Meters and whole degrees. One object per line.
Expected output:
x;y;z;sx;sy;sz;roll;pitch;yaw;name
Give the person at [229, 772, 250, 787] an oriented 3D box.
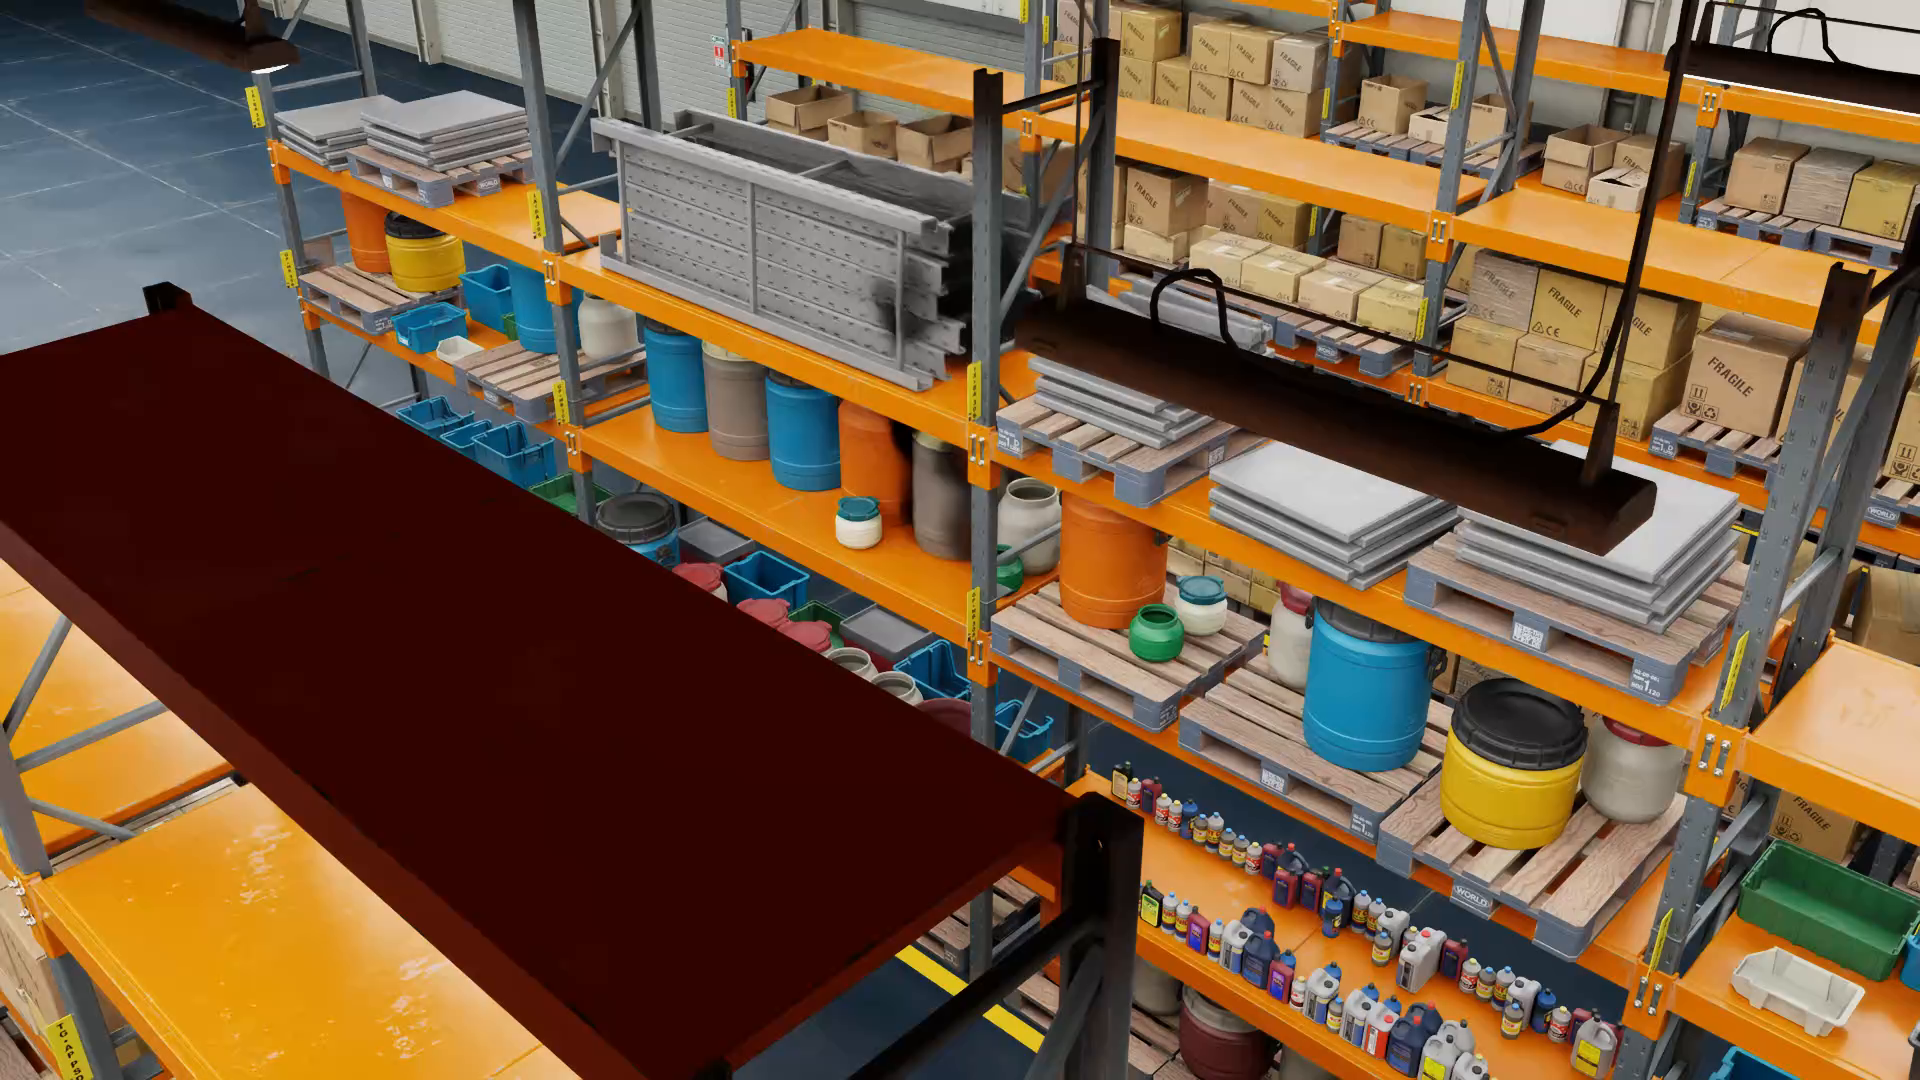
-4.924;1.604;11.695;0.651;1.648;0.703;16;33;26;person
